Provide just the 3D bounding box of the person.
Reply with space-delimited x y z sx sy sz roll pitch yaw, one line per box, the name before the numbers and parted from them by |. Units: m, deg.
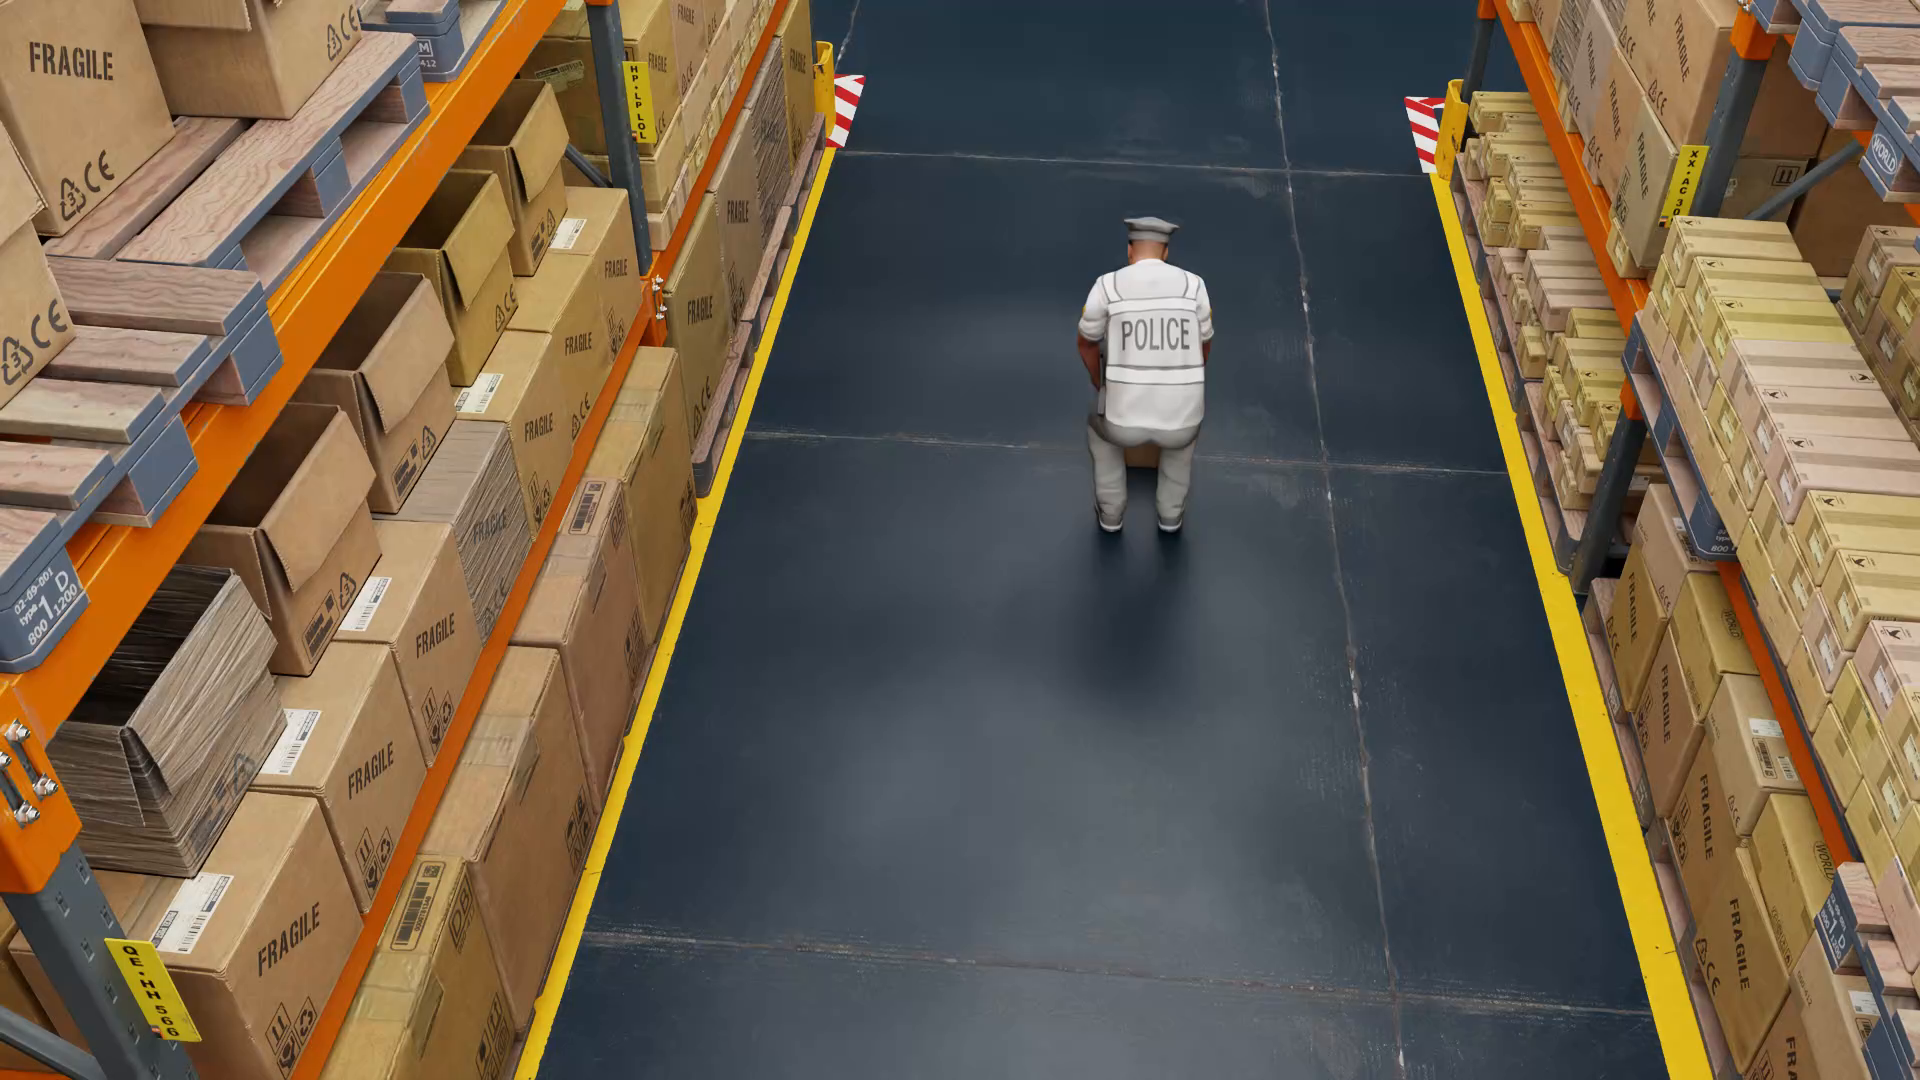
person | 0.797 -0.683 7.289 0.589 1.351 0.841 3 40 4
